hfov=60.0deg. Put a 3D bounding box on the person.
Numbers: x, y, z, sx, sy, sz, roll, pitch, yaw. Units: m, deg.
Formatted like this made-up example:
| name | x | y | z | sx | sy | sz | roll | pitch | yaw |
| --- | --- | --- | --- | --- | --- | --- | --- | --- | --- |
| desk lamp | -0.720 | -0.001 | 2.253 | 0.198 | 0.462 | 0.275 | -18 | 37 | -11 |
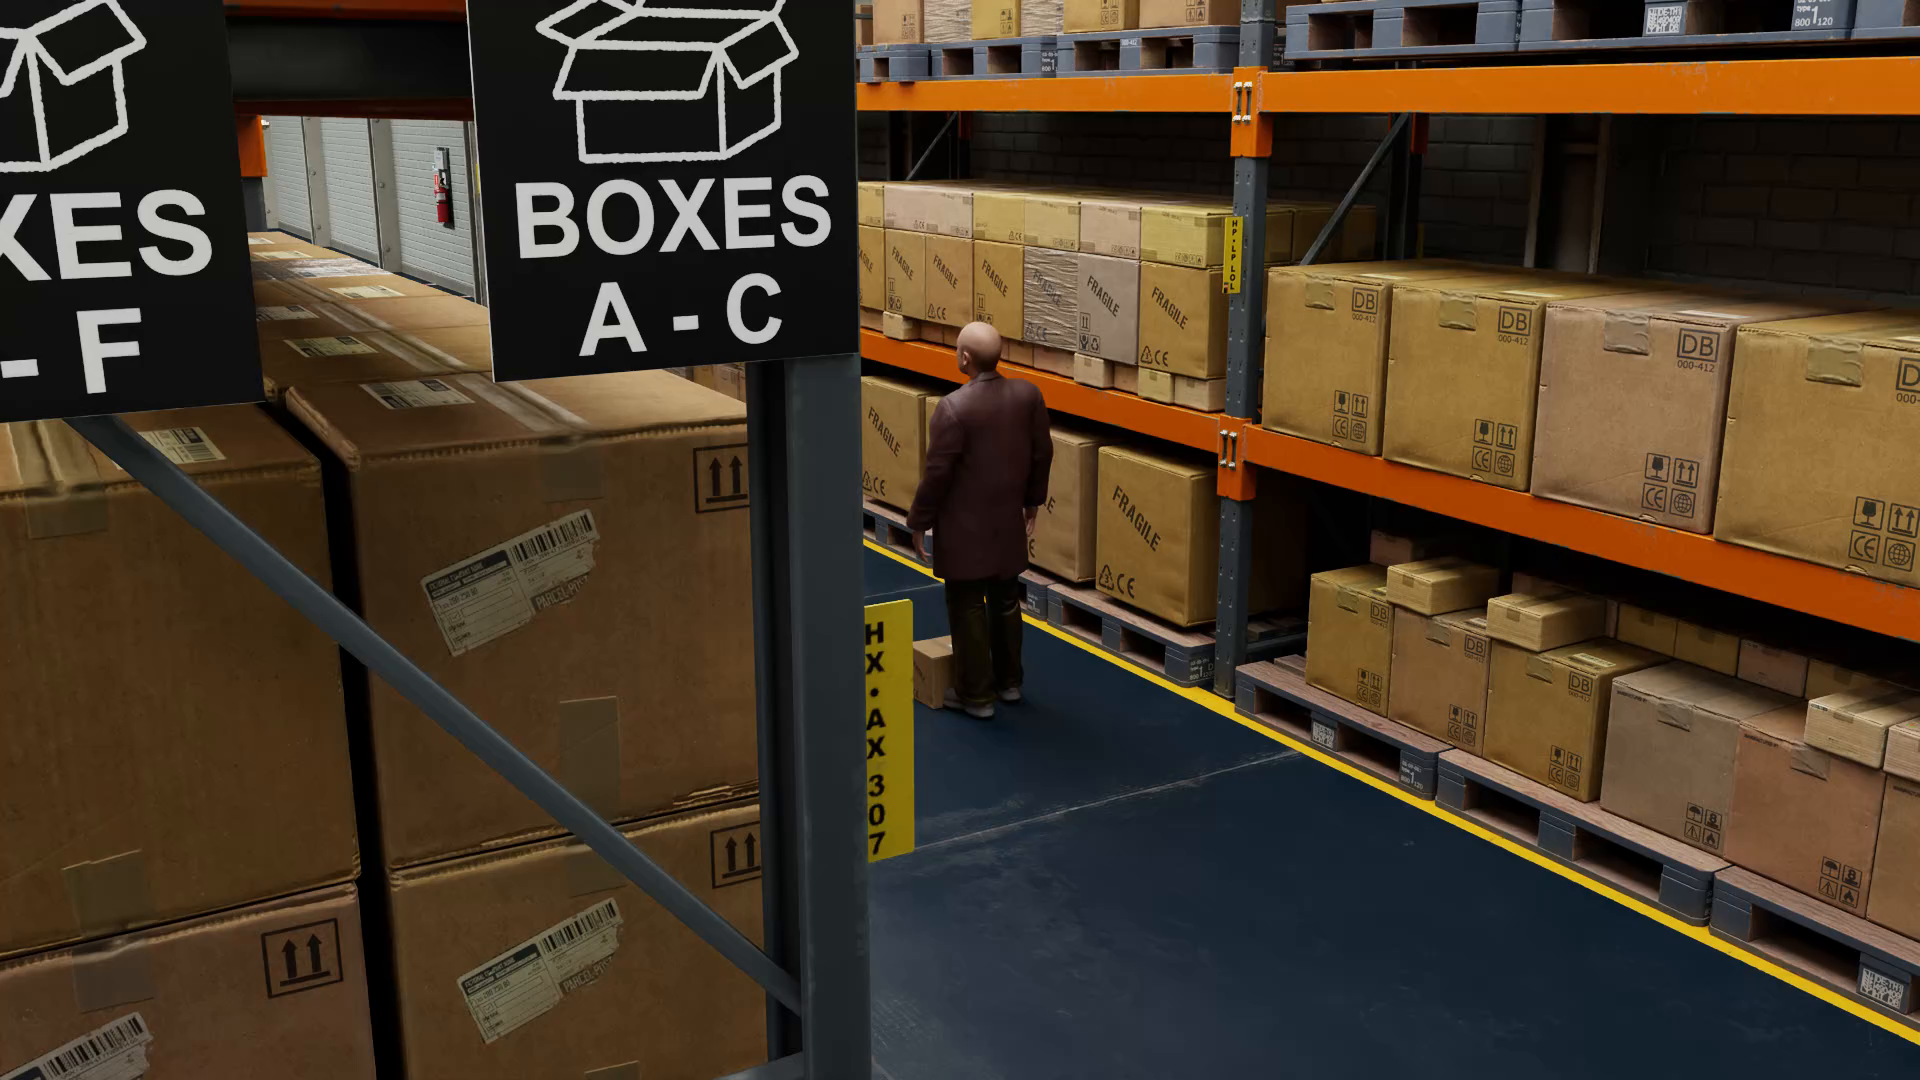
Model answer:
| name | x | y | z | sx | sy | sz | roll | pitch | yaw |
| --- | --- | --- | --- | --- | --- | --- | --- | --- | --- |
| person | 0.040 | -0.100 | 7.386 | 0.697 | 1.776 | 0.582 | -8 | 17 | -29 |
